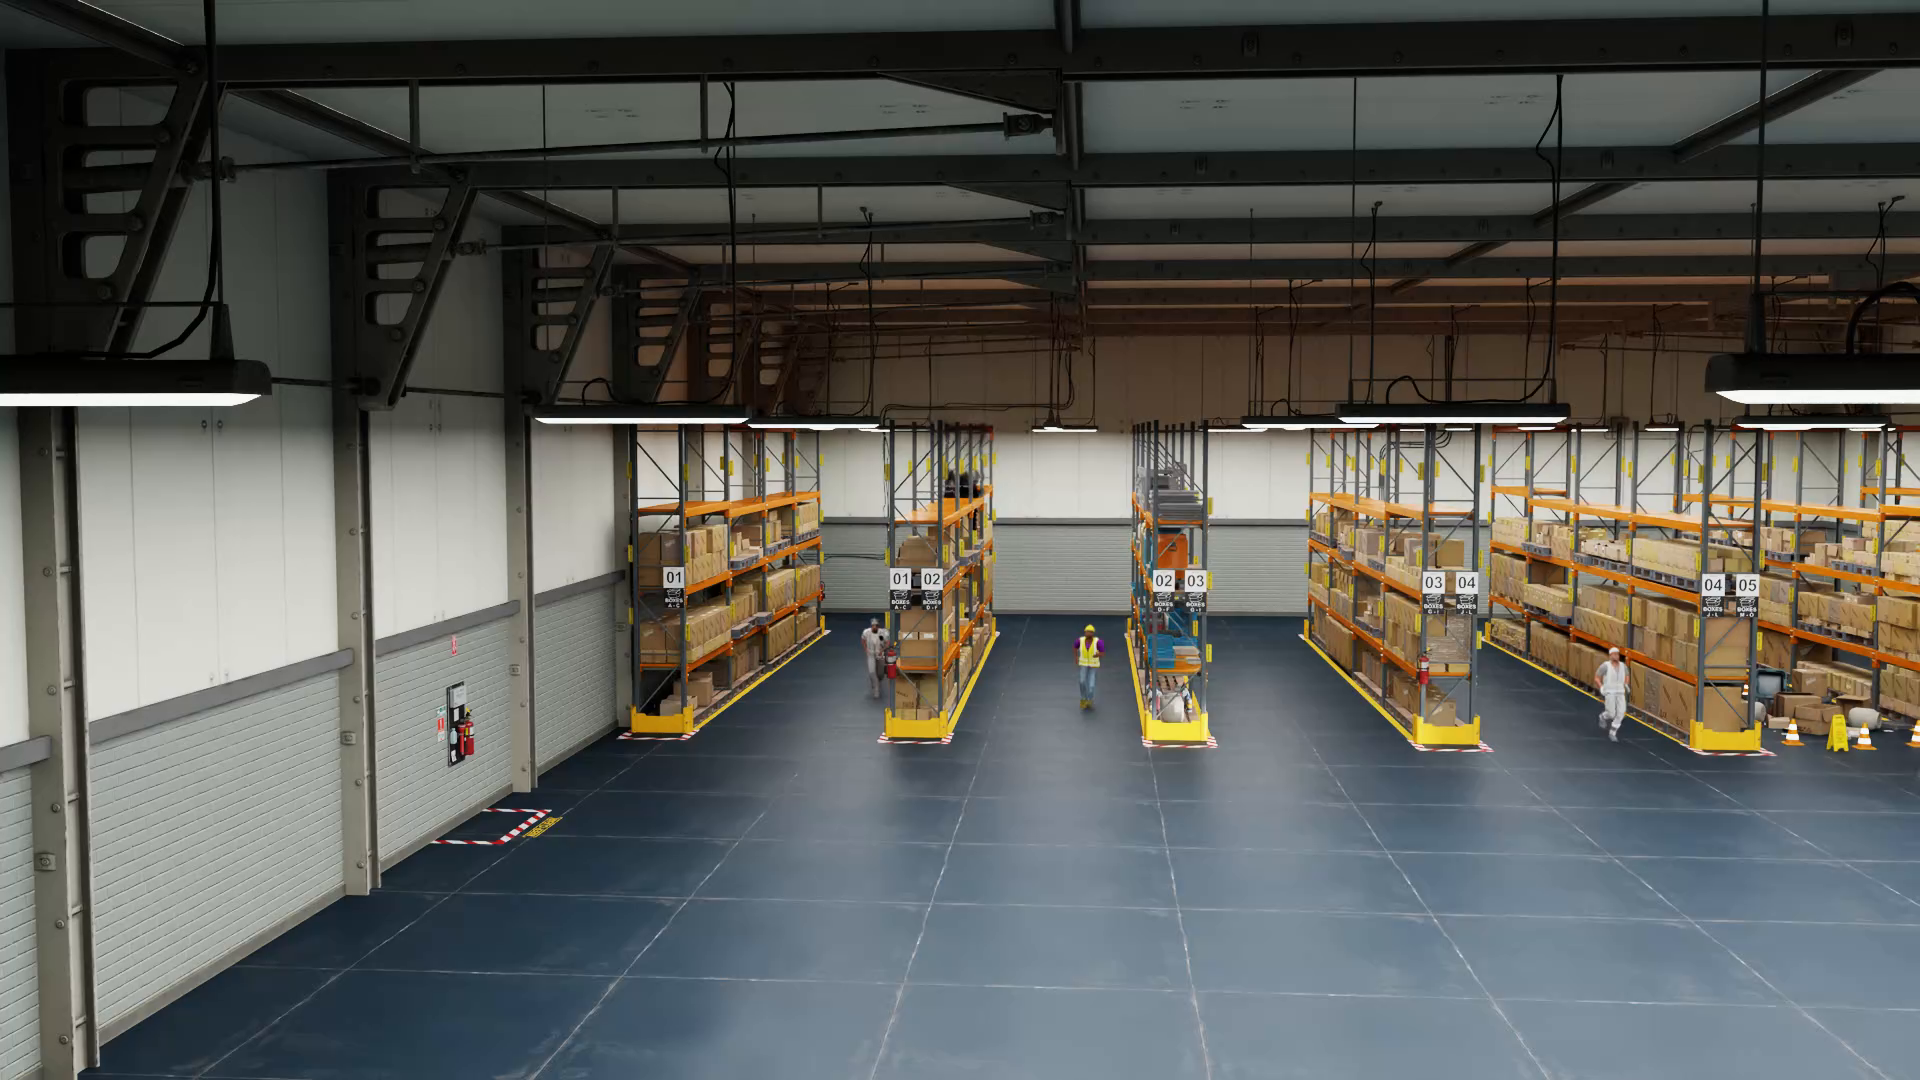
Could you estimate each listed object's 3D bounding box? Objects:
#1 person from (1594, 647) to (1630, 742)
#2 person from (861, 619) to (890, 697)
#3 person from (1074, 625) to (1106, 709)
[{"bbox_3d":[12.289,2.884,31.309,0.661,1.752,0.627,0,4,-4],"label":"person"},{"bbox_3d":[-1.839,2.580,36.707,0.668,1.771,0.899,0,4,6],"label":"person"},{"bbox_3d":[2.700,2.651,34.750,0.682,1.759,0.744,0,4,7],"label":"person"}]
